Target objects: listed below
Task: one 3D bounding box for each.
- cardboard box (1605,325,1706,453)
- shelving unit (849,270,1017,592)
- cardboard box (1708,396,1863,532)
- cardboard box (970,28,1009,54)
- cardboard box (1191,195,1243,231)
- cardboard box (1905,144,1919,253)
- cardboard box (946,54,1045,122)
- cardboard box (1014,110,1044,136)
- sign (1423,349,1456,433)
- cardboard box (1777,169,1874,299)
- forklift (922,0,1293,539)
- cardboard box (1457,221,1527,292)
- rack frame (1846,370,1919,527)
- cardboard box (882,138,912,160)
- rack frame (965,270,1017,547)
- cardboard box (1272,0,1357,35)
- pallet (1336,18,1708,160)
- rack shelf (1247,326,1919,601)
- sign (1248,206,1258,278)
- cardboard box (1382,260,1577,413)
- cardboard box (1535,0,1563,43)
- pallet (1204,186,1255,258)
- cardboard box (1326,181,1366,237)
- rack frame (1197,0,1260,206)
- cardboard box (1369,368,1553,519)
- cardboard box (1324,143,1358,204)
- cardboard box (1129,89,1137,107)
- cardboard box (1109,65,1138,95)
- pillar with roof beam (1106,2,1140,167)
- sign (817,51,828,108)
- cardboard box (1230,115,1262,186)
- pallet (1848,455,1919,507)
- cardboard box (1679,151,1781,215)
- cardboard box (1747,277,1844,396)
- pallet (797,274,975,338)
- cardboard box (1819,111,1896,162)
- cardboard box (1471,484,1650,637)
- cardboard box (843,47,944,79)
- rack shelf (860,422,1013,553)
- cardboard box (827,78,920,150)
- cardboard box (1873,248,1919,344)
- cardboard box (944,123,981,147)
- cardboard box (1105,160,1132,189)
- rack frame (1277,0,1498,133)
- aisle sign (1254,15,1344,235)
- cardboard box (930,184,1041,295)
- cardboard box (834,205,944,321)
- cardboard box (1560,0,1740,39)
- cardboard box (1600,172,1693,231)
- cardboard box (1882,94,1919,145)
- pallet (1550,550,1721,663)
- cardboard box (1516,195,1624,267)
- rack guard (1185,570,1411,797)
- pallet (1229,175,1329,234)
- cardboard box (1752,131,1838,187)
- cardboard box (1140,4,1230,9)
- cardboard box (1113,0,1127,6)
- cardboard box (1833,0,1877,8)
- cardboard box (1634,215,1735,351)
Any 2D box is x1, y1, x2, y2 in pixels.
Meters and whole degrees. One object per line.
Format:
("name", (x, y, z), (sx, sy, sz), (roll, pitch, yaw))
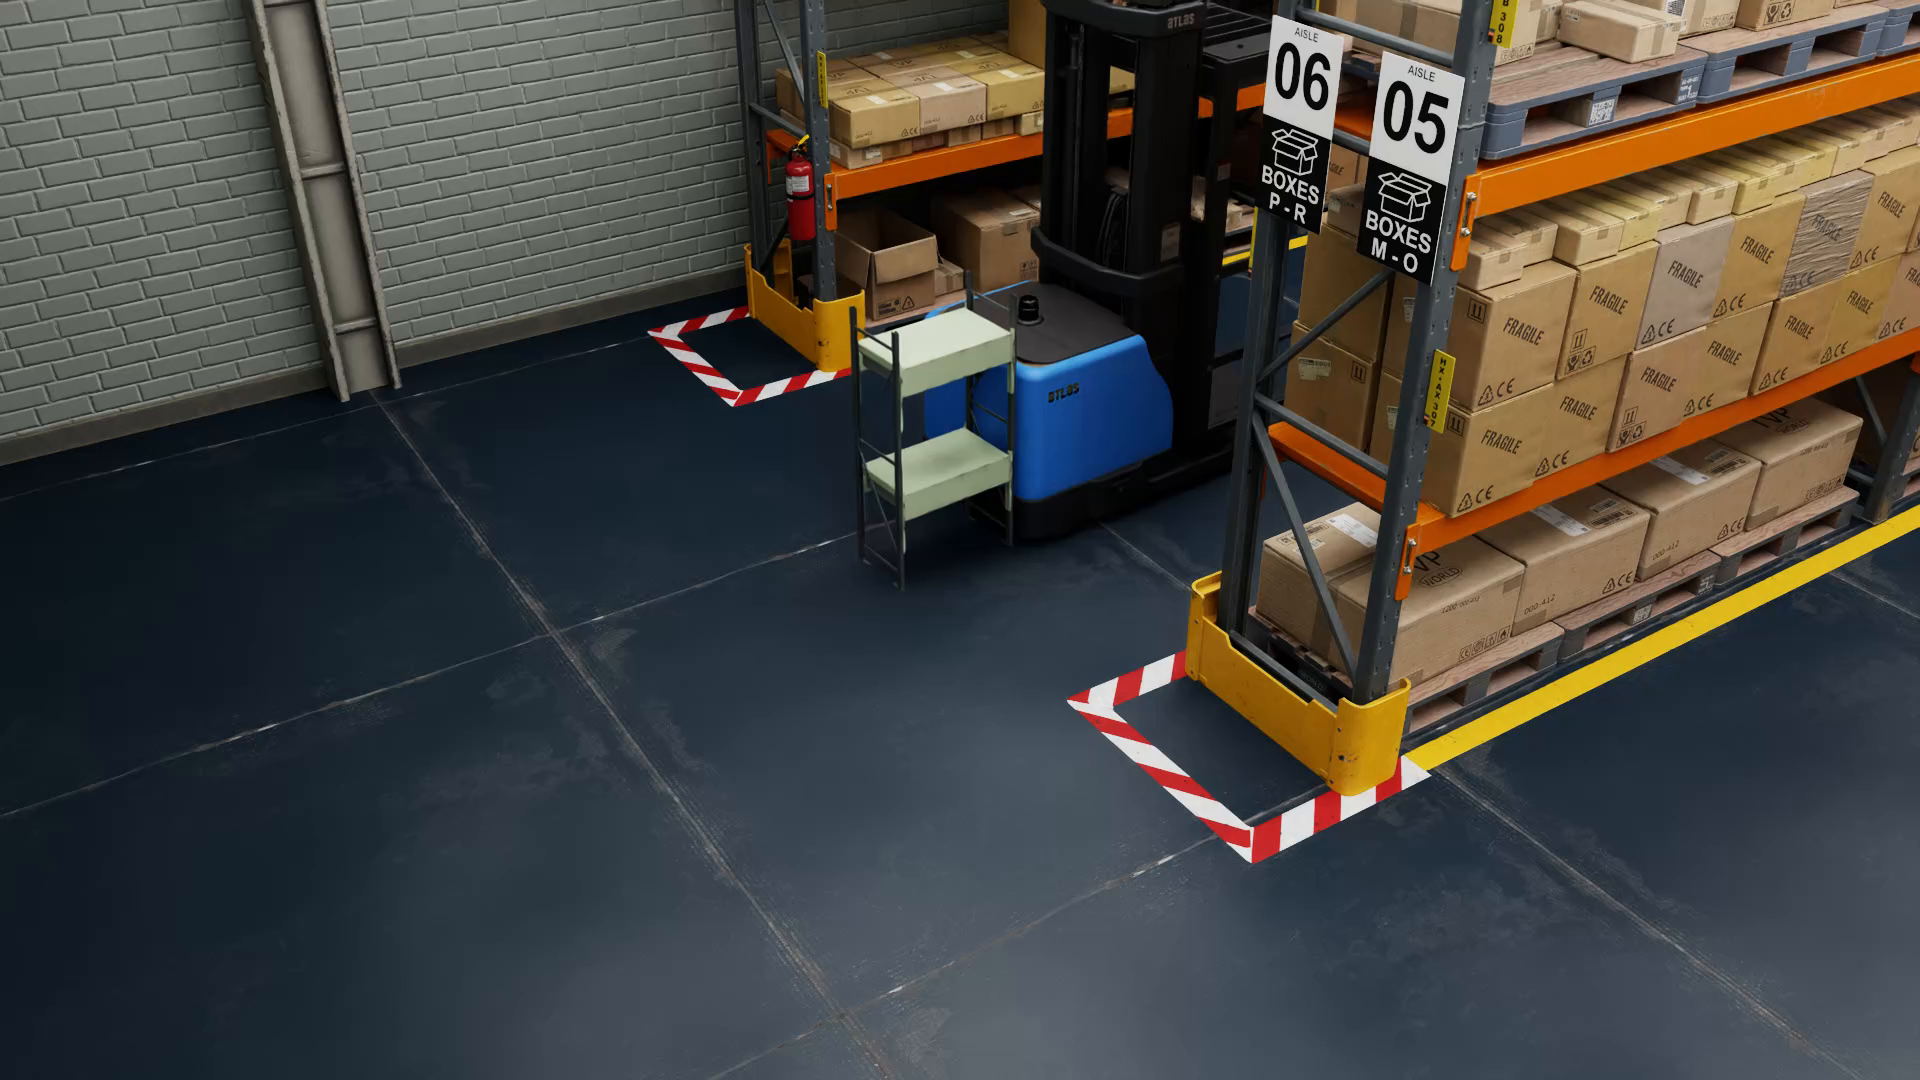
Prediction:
("cardboard box", (2.973, -0.777, 7.577), (0.500, 0.500, 0.500), (-19, 37, -28))
("shelving unit", (-0.131, -0.565, 8.740), (0.755, 1.500, 0.431), (-22, 38, -31))
("cardboard box", (4.343, -0.544, 9.309), (0.875, 0.438, 0.875), (-20, 37, -28))
("cardboard box", (0.410, -3.407, 11.701), (0.500, 0.250, 0.500), (-19, 37, -27))
("cardboard box", (1.927, -2.487, 12.660), (0.250, 0.149, 0.380), (-20, 37, -29))
("cardboard box", (4.682, -1.788, 8.243), (0.500, 0.500, 0.500), (-19, 37, -28))
("cardboard box", (0.250, -3.019, 11.085), (0.500, 0.250, 0.500), (-20, 37, -28))
("cardboard box", (0.409, -2.868, 11.220), (0.250, 0.149, 0.380), (-20, 37, -29))
("sign", (1.863, -0.576, 6.466), (0.005, 0.325, 0.100), (-19, 37, -27))
("cardboard box", (3.829, -1.494, 7.776), (0.500, 0.500, 0.500), (-18, 37, -27))
("forklift", (1.263, -1.870, 9.467), (3.031, 2.935, 1.130), (-22, 38, -31))
("cardboard box", (2.015, -1.145, 6.615), (0.250, 0.149, 0.380), (-18, 37, -26))
("rack frame", (4.929, -1.583, 8.949), (0.127, 3.000, 1.000), (-19, 37, -27))
("cardboard box", (-0.512, -2.612, 10.815), (0.250, 0.149, 0.380), (-18, 36, -26))
("rack frame", (0.161, -0.683, 8.926), (0.023, 1.500, 0.400), (-22, 38, -31))
("cardboard box", (2.764, -4.068, 12.399), (0.500, 0.500, 0.700), (-18, 36, -26))
("pallet", (2.185, -1.877, 6.686), (1.213, 0.211, 1.003), (-19, 37, -27))
("rack shelf", (3.248, -0.701, 8.224), (4.000, 0.370, 1.077), (-19, 37, -27))
("sign", (1.285, -1.264, 7.136), (0.005, 0.325, 0.100), (-19, 37, -27))
("cardboard box", (2.125, -0.903, 6.840), (0.500, 0.500, 0.500), (-20, 37, -28))
("cardboard box", (2.206, -2.137, 6.763), (0.250, 0.149, 0.380), (-22, 38, -31))
("pallet", (1.659, -2.431, 12.906), (1.213, 0.211, 1.003), (-19, 37, -27))
("cardboard box", (1.760, -1.360, 6.956), (0.250, 0.149, 0.380), (-18, 37, -27))
("rack frame", (2.237, -3.808, 12.476), (0.127, 3.000, 1.000), (-19, 37, -27))
("cardboard box", (2.126, -0.479, 7.105), (0.500, 0.500, 0.500), (-19, 37, -28))
("cardboard box", (2.765, -2.968, 13.092), (0.500, 0.500, 0.500), (-17, 36, -25))
("cardboard box", (1.258, -3.175, 11.708), (0.250, 0.149, 0.380), (-20, 37, -28))
("cardboard box", (1.101, -3.324, 11.570), (0.500, 0.250, 0.500), (-19, 37, -28))
("pillar with roof beam", (3.496, -4.618, 8.136), (0.400, 9.000, 9.100), (-19, 37, -27))
("sign", (-0.831, -2.775, 10.026), (0.005, 0.325, 0.100), (-19, 37, -27))
("cardboard box", (2.489, -3.203, 13.466), (0.500, 0.500, 0.500), (-19, 37, -27))
("pallet", (5.537, -0.661, 10.100), (1.213, 0.211, 1.003), (-19, 37, -27))
("cardboard box", (3.342, -1.575, 7.296), (0.250, 0.149, 0.380), (-20, 37, -28))
("cardboard box", (3.834, -1.074, 8.047), (0.500, 0.500, 0.500), (-20, 37, -28))
("pallet", (-0.392, -1.725, 11.787), (1.213, 0.211, 1.003), (-19, 37, -27))
("cardboard box", (4.144, -1.915, 7.835), (0.250, 0.149, 0.380), (-19, 37, -28))
("cardboard box", (2.832, -0.025, 8.486), (0.875, 0.438, 0.875), (-18, 36, -26))
("cardboard box", (-0.448, -3.115, 11.238), (0.500, 0.250, 0.500), (-19, 37, -27))
("rack shelf", (-0.131, -0.289, 8.914), (0.720, 0.370, 0.431), (-22, 38, -31))
("cardboard box", (-0.598, -2.725, 10.620), (0.500, 0.250, 0.500), (-19, 37, -27))
("cardboard box", (4.678, -1.377, 8.528), (0.500, 0.500, 0.500), (-19, 37, -27))
("cardboard box", (-0.064, -2.749, 11.032), (0.250, 0.149, 0.380), (-18, 36, -26))
("cardboard box", (1.052, -2.436, 12.250), (0.500, 0.500, 0.700), (-20, 38, -29))
("rack frame", (1.567, -2.964, 5.515), (0.127, 3.000, 1.000), (-19, 37, -27))
("aisle sign", (1.339, -1.645, 6.609), (0.004, 0.787, 0.394), (-19, 37, -27))
("cardboard box", (0.180, -2.136, 11.774), (0.500, 0.500, 0.700), (-17, 36, -25))
("cardboard box", (-0.560, -1.908, 11.409), (0.637, 0.503, 0.797), (-21, 38, -29))
("cardboard box", (2.852, -2.288, 6.851), (0.500, 0.311, 0.500), (-18, 37, -26))
("cardboard box", (2.881, -1.460, 7.115), (0.250, 0.149, 0.380), (-19, 37, -27))
("cardboard box", (4.562, -2.064, 8.071), (0.250, 0.149, 0.380), (-18, 36, -26))
("pallet", (3.221, 0.136, 8.837), (1.213, 0.211, 1.003), (-19, 37, -27))
("cardboard box", (2.478, -1.277, 6.823), (0.250, 0.149, 0.380), (-18, 36, -26))
("rack guard", (1.547, 0.637, 7.772), (0.348, 0.500, 1.175), (-19, 37, -27))
("pallet", (2.900, -2.881, 13.619), (1.213, 0.211, 1.003), (-19, 37, -27))
("cardboard box", (3.734, -1.750, 7.574), (0.250, 0.149, 0.380), (-20, 37, -28))
("cardboard box", (1.674, -3.849, 12.401), (0.500, 0.250, 0.500), (-19, 37, -28))
("cardboard box", (0.841, -3.877, 11.743), (0.500, 0.500, 0.500), (-20, 37, -29))
("cardboard box", (3.813, -2.711, 7.341), (0.637, 0.503, 0.797), (-16, 36, -24))
("cardboard box", (2.984, -1.208, 7.323), (0.500, 0.500, 0.500), (-19, 37, -28))
